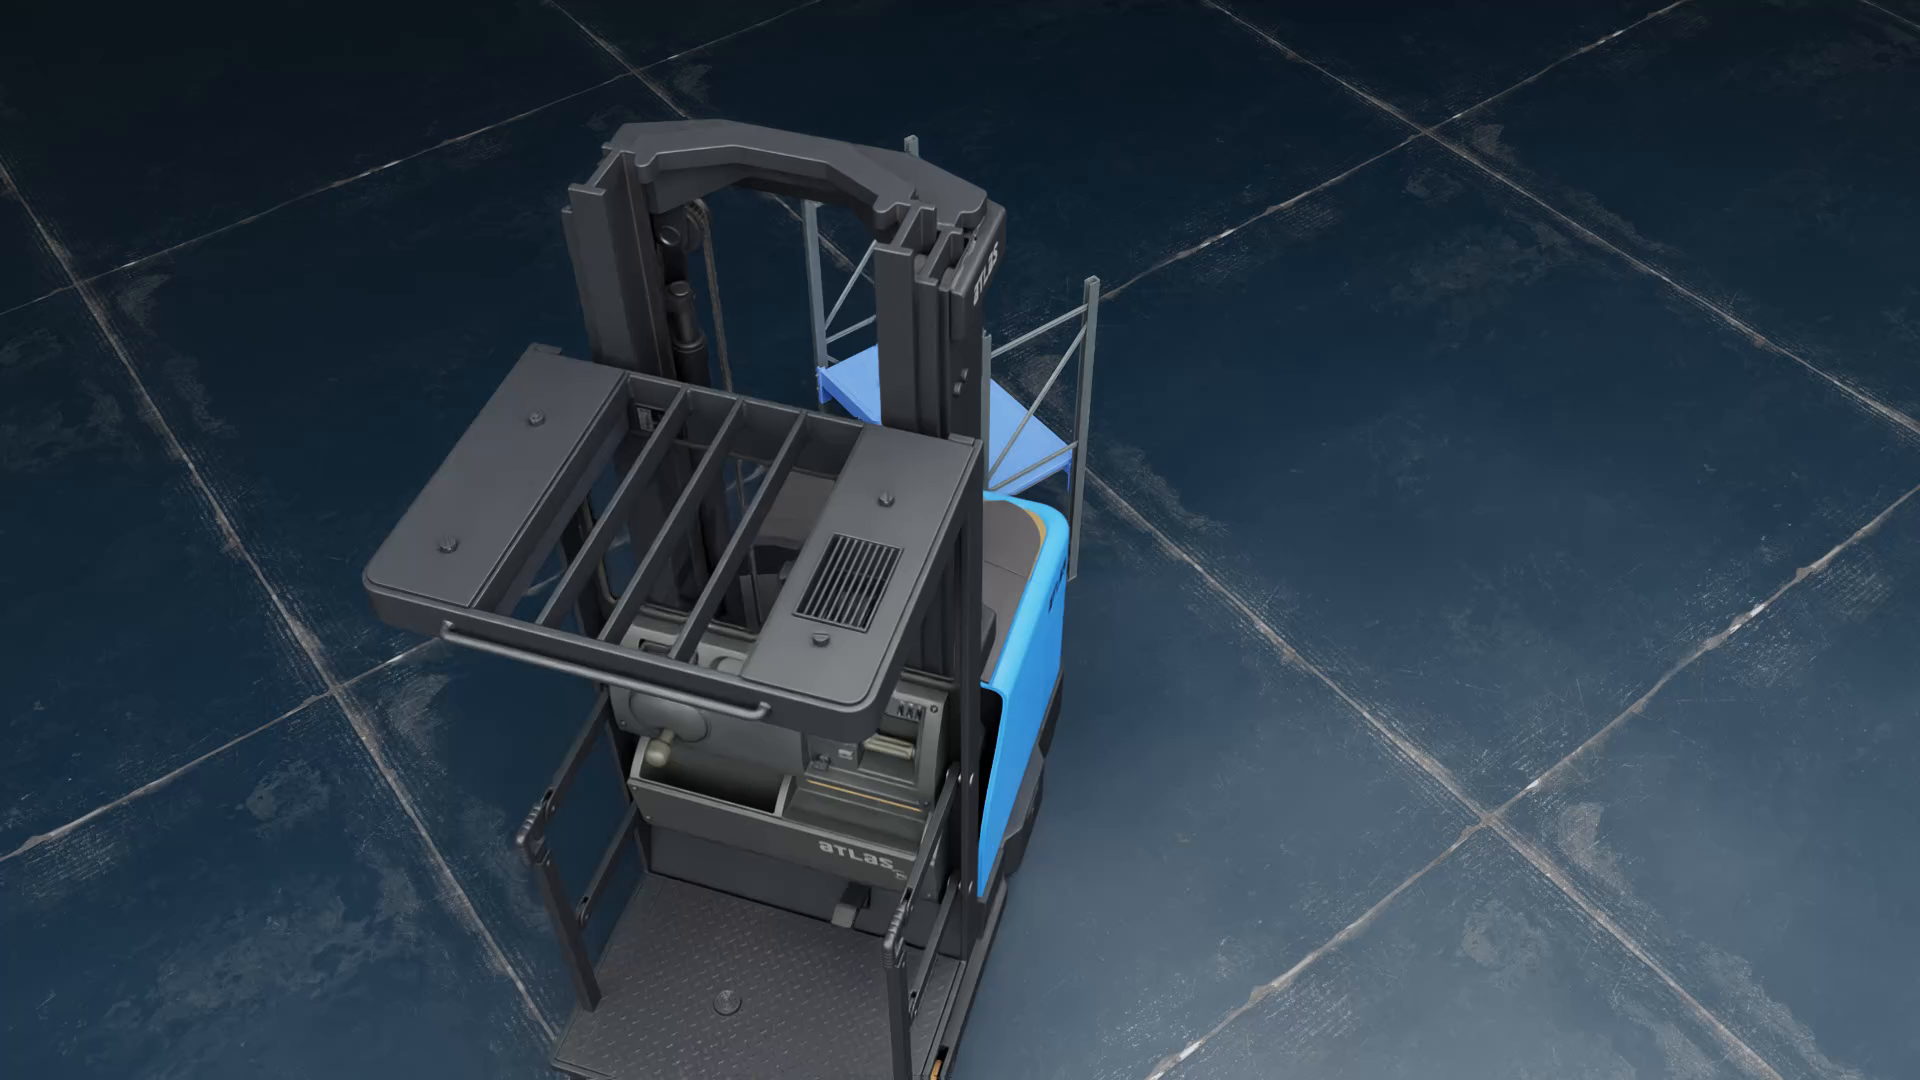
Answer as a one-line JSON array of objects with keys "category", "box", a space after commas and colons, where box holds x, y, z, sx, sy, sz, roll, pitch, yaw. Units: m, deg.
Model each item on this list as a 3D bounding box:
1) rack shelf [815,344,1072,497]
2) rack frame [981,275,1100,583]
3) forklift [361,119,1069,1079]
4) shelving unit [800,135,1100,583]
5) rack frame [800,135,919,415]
[{"category": "rack shelf", "box": [-0.052, -0.433, 6.372, 0.538, 0.185, 1.000, -29, 54, -24]}, {"category": "rack frame", "box": [0.256, -0.254, 5.967, 0.500, 1.500, 0.032, -29, 54, -24]}, {"category": "forklift", "box": [-0.555, 0.572, 4.252, 1.130, 2.935, 3.031, 13, 49, 12]}, {"category": "shelving unit", "box": [-0.052, -0.554, 6.239, 0.538, 1.500, 1.048, -29, 54, -24]}, {"category": "rack frame", "box": [-0.359, -0.854, 6.511, 0.500, 1.500, 0.032, -29, 54, -24]}]
